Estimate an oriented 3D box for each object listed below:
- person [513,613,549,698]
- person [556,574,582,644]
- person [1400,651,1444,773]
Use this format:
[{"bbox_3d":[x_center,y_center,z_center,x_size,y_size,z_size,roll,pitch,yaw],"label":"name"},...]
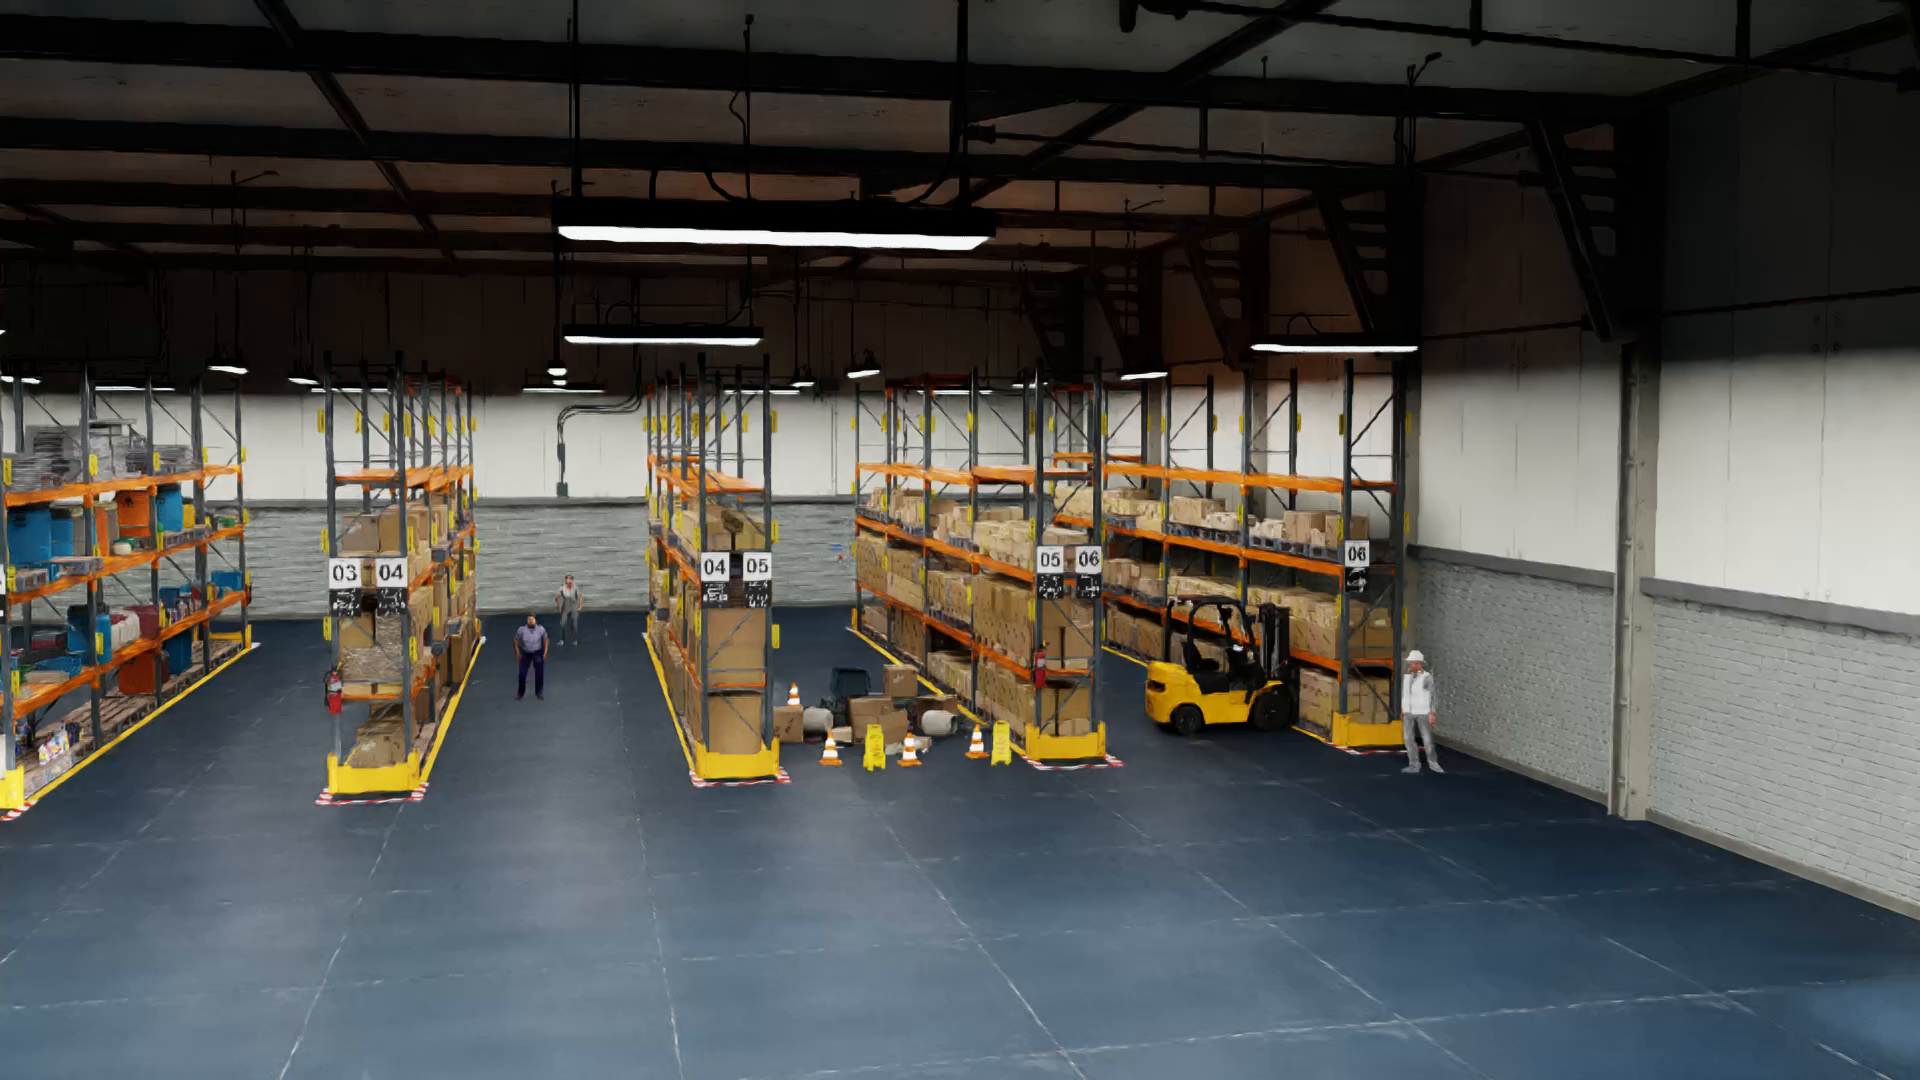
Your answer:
[{"bbox_3d":[-7.814,2.106,30.307,0.625,1.596,0.517,-1,4,-16],"label":"person"},{"bbox_3d":[-8.868,1.576,37.740,0.580,1.618,0.507,-1,4,-15],"label":"person"},{"bbox_3d":[6.628,2.467,23.902,0.536,1.765,0.628,-3,5,-40],"label":"person"}]
